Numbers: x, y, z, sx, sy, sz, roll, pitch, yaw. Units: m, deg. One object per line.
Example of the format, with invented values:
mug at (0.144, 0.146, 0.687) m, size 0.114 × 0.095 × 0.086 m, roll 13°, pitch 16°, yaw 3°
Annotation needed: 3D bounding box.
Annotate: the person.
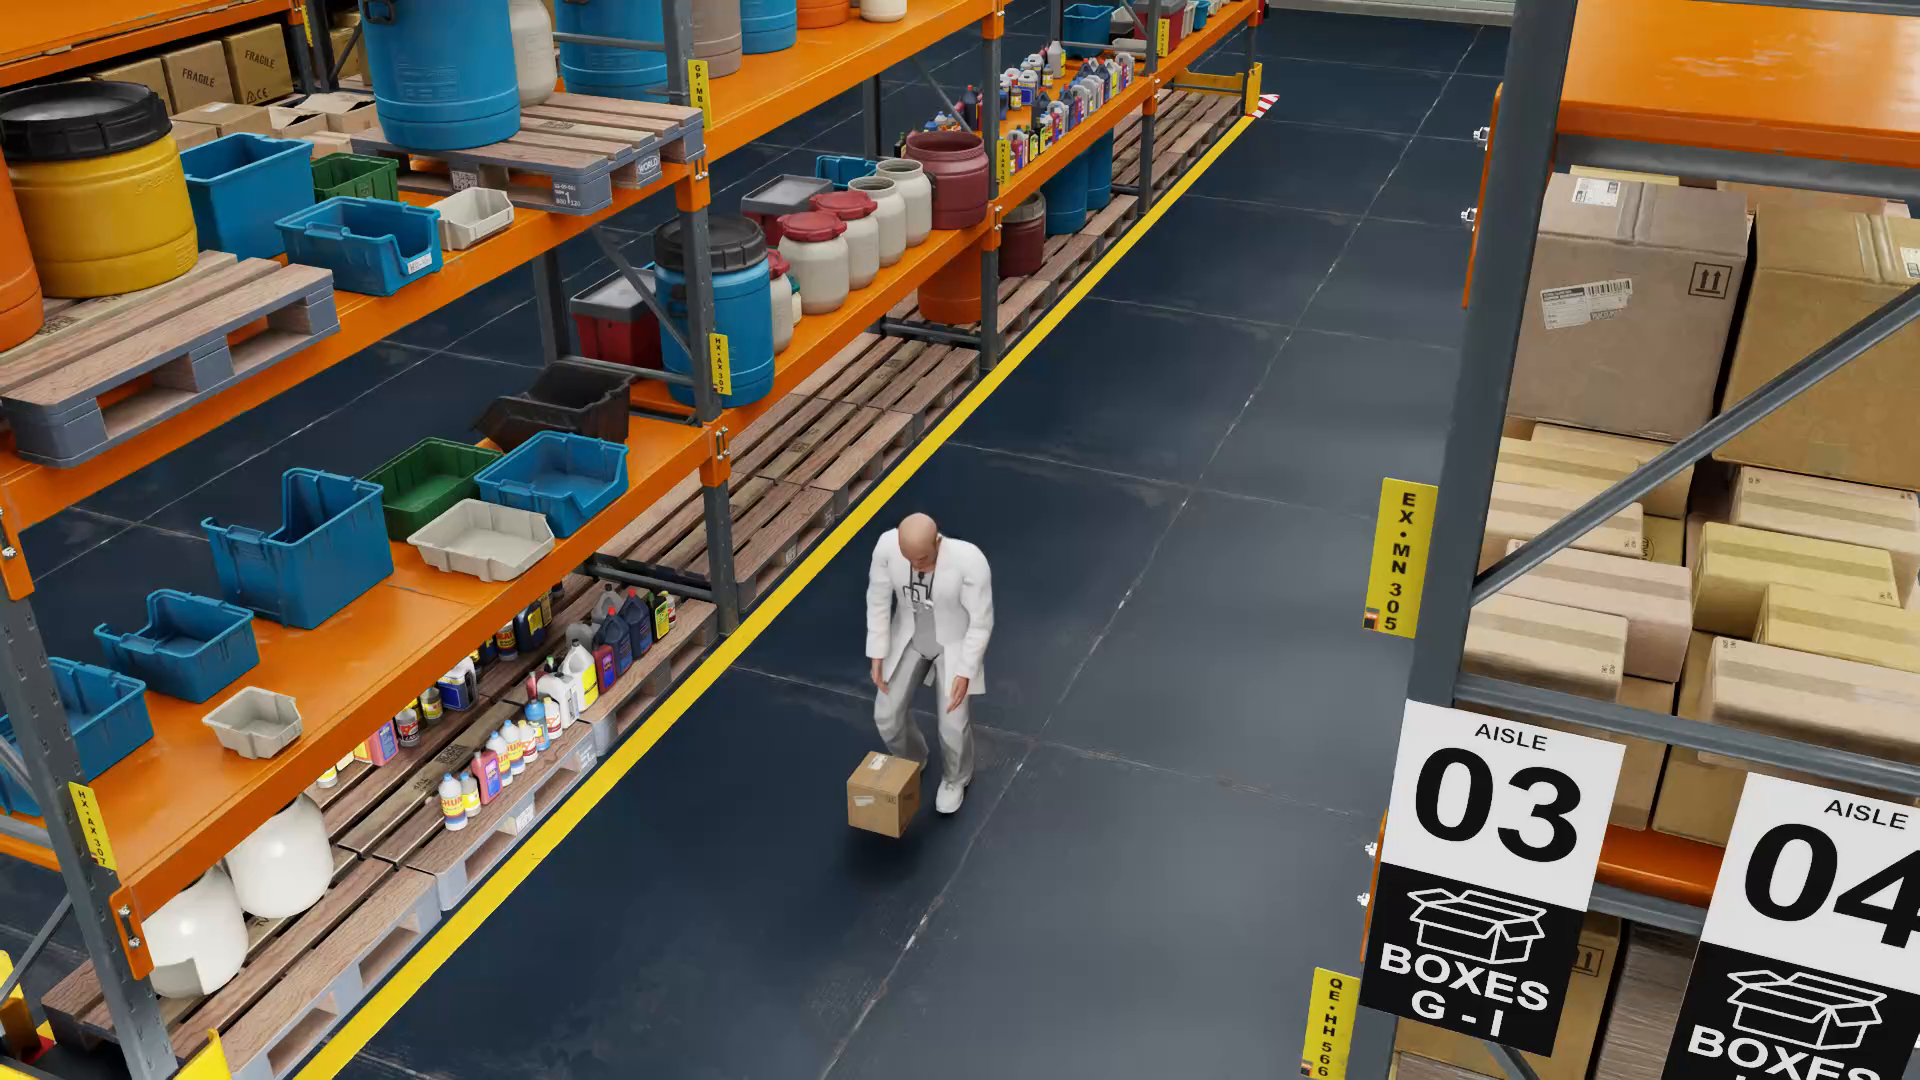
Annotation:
person at (-0.122, 0.515, 7.679) m, size 0.619 × 1.612 × 0.564 m, roll 12°, pitch 31°, yaw 20°
